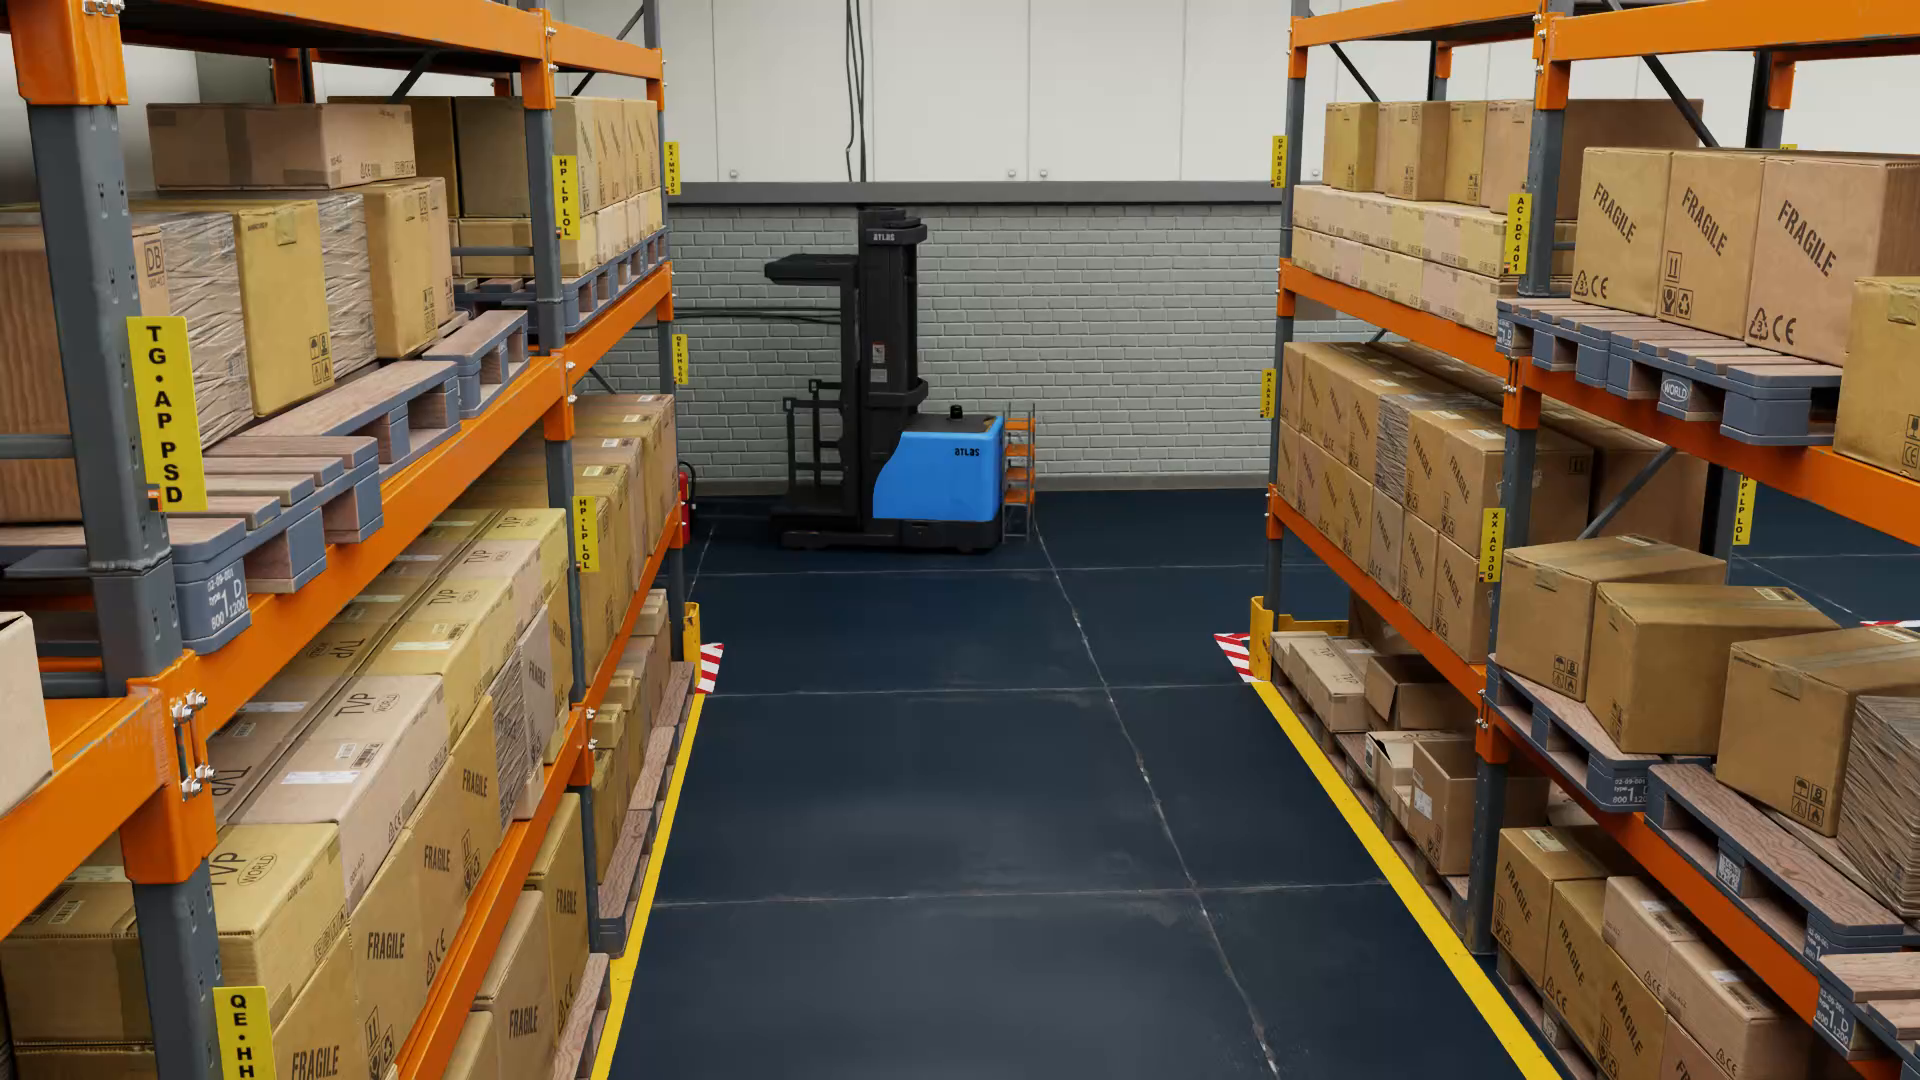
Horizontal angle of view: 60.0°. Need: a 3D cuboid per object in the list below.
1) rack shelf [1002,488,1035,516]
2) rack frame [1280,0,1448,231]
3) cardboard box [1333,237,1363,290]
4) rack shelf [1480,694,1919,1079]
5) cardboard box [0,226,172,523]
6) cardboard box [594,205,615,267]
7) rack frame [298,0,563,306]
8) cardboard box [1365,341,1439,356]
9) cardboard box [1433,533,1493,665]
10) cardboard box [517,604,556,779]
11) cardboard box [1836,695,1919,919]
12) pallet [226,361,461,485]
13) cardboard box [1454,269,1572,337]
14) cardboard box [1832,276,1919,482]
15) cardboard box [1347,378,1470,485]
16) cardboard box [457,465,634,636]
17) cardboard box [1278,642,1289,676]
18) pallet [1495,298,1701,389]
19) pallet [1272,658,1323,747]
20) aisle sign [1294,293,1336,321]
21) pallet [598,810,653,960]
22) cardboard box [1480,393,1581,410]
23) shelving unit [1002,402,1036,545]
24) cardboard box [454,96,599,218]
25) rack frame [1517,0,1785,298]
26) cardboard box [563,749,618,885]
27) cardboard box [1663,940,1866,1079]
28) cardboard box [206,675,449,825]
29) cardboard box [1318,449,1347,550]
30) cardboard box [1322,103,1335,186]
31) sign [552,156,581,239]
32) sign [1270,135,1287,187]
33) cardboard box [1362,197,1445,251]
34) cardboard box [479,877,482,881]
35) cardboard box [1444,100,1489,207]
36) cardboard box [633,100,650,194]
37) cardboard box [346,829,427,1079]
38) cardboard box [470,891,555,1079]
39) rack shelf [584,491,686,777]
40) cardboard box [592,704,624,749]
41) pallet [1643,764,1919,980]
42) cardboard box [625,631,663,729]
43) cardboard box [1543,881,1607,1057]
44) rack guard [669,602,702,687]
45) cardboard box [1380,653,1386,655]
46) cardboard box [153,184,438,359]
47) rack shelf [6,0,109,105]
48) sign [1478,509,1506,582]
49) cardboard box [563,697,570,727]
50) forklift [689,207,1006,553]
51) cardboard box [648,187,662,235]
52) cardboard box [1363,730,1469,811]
[{"bbox_3d":[0.530,-0.347,15.034,0.258,0.148,0.480,2,15,7],"label":"rack shelf"},{"bbox_3d":[2.592,-3.468,10.444,1.000,3.000,0.127,-1,14,-3],"label":"rack frame"},{"bbox_3d":[2.421,-1.562,9.358,0.500,0.250,0.500,-1,14,-3],"label":"cardboard box"},{"bbox_3d":[2.964,1.278,5.482,1.077,0.370,4.000,-1,14,-3],"label":"rack shelf"},{"bbox_3d":[-1.943,-0.327,3.174,0.700,0.500,0.500,-2,15,-8],"label":"cardboard box"},{"bbox_3d":[-1.901,-1.425,7.782,0.500,0.250,0.500,-1,14,-5],"label":"cardboard box"},{"bbox_3d":[-2.104,-2.395,6.277,1.000,3.000,0.127,-1,14,-3],"label":"rack frame"},{"bbox_3d":[2.894,-0.988,10.641,0.500,0.500,0.500,-1,14,-4],"label":"cardboard box"},{"bbox_3d":[2.553,0.264,7.781,0.500,0.500,0.500,-1,14,-3],"label":"cardboard box"},{"bbox_3d":[-1.782,0.545,6.049,0.500,0.500,0.500,-1,14,-3],"label":"cardboard box"},{"bbox_3d":[3.070,0.790,4.892,0.700,0.500,0.500,2,15,7],"label":"cardboard box"},{"bbox_3d":[-2.021,-0.294,4.508,1.003,0.211,1.213,0,14,-1],"label":"pallet"},{"bbox_3d":[2.545,-1.064,7.424,0.500,0.250,0.500,-1,14,-3],"label":"cardboard box"},{"bbox_3d":[2.964,-0.438,4.488,0.910,0.500,0.500,-1,14,-3],"label":"cardboard box"},{"bbox_3d":[2.455,-0.600,9.130,0.500,0.500,0.500,-1,14,-4],"label":"cardboard box"},{"bbox_3d":[-2.161,0.048,8.218,0.980,0.700,0.700,-1,14,-5],"label":"cardboard box"},{"bbox_3d":[2.291,0.768,10.823,0.380,0.166,0.250,-1,14,-3],"label":"cardboard box"},{"bbox_3d":[2.811,-0.766,6.341,1.213,0.211,1.003,-1,14,-3],"label":"pallet"},{"bbox_3d":[2.647,1.006,10.695,1.003,0.211,1.213,-1,14,-3],"label":"pallet"},{"bbox_3d":[2.295,-1.834,10.916,0.394,0.787,0.004,-1,14,-3],"label":"aisle sign"},{"bbox_3d":[-2.073,1.670,8.112,1.003,0.211,1.213,-1,14,-3],"label":"pallet"},{"bbox_3d":[3.028,-0.478,8.656,0.500,0.500,0.500,-1,14,-5],"label":"cardboard box"},{"bbox_3d":[0.530,-0.605,14.968,0.258,1.200,0.503,2,15,7],"label":"shelving unit"},{"bbox_3d":[-1.868,-1.667,7.217,0.500,0.500,0.500,-1,14,-4],"label":"cardboard box"},{"bbox_3d":[2.840,-2.473,6.578,1.000,3.000,0.127,-1,14,-3],"label":"rack frame"},{"bbox_3d":[-2.048,1.330,8.013,0.700,0.500,0.500,-1,14,-3],"label":"cardboard box"},{"bbox_3d":[2.721,1.564,5.555,0.500,0.250,0.500,-1,14,-4],"label":"cardboard box"},{"bbox_3d":[-1.696,0.565,4.470,0.500,0.250,0.500,-1,14,-3],"label":"cardboard box"},{"bbox_3d":[2.422,-0.243,9.751,0.500,0.500,0.500,-1,14,-4],"label":"cardboard box"},{"bbox_3d":[2.641,-2.420,10.185,0.700,0.500,0.500,-1,14,-3],"label":"cardboard box"},{"bbox_3d":[-1.563,-1.356,6.589,0.100,0.325,0.005,-1,14,-3],"label":"sign"},{"bbox_3d":[2.051,-2.430,10.676,0.100,0.325,0.005,-1,14,-3],"label":"sign"},{"bbox_3d":[2.453,-1.680,8.812,0.500,0.250,0.500,-1,14,-3],"label":"cardboard box"},{"bbox_3d":[-1.765,1.018,5.513,0.380,0.149,0.250,-1,14,-5],"label":"cardboard box"},{"bbox_3d":[2.845,-1.924,8.257,0.700,0.500,0.500,-1,14,-3],"label":"cardboard box"},{"bbox_3d":[-2.014,-2.177,9.202,0.500,0.500,0.500,0,14,-2],"label":"cardboard box"},{"bbox_3d":[-1.654,1.047,4.098,0.500,0.500,0.500,0,14,-2],"label":"cardboard box"},{"bbox_3d":[-1.876,1.728,5.761,0.750,0.750,0.750,0,14,-2],"label":"cardboard box"},{"bbox_3d":[-2.228,0.361,9.047,1.077,0.370,4.000,-1,14,-3],"label":"rack shelf"},{"bbox_3d":[-1.887,0.927,8.274,0.380,0.149,0.250,0,14,-2],"label":"cardboard box"},{"bbox_3d":[2.963,1.037,5.363,1.003,0.211,1.213,-1,14,-3],"label":"pallet"},{"bbox_3d":[-2.177,0.819,9.996,0.700,0.500,0.500,-1,14,-4],"label":"cardboard box"},{"bbox_3d":[2.671,1.687,6.585,0.500,0.500,0.500,-1,14,-3],"label":"cardboard box"},{"bbox_3d":[-2.353,0.720,11.226,1.175,0.500,0.348,-1,14,-3],"label":"rack guard"},{"bbox_3d":[2.807,0.830,10.582,0.380,0.166,0.250,-1,14,-3],"label":"cardboard box"},{"bbox_3d":[-2.060,-0.846,5.192,0.700,0.500,0.500,-1,14,-4],"label":"cardboard box"},{"bbox_3d":[-1.732,-0.361,0.617,1.077,0.370,4.000,-1,14,-3],"label":"rack shelf"},{"bbox_3d":[2.299,0.024,7.178,0.100,0.325,0.005,-1,14,-3],"label":"sign"},{"bbox_3d":[-1.800,0.702,6.744,0.380,0.149,0.250,-1,14,-3],"label":"cardboard box"},{"bbox_3d":[-1.139,-1.453,14.793,3.031,2.935,1.130,2,15,8],"label":"forklift"},{"bbox_3d":[-2.041,-1.939,9.779,0.500,0.250,0.500,0,14,-2],"label":"cardboard box"},{"bbox_3d":[2.475,1.198,8.864,0.500,0.311,0.500,-1,14,-3],"label":"cardboard box"}]
